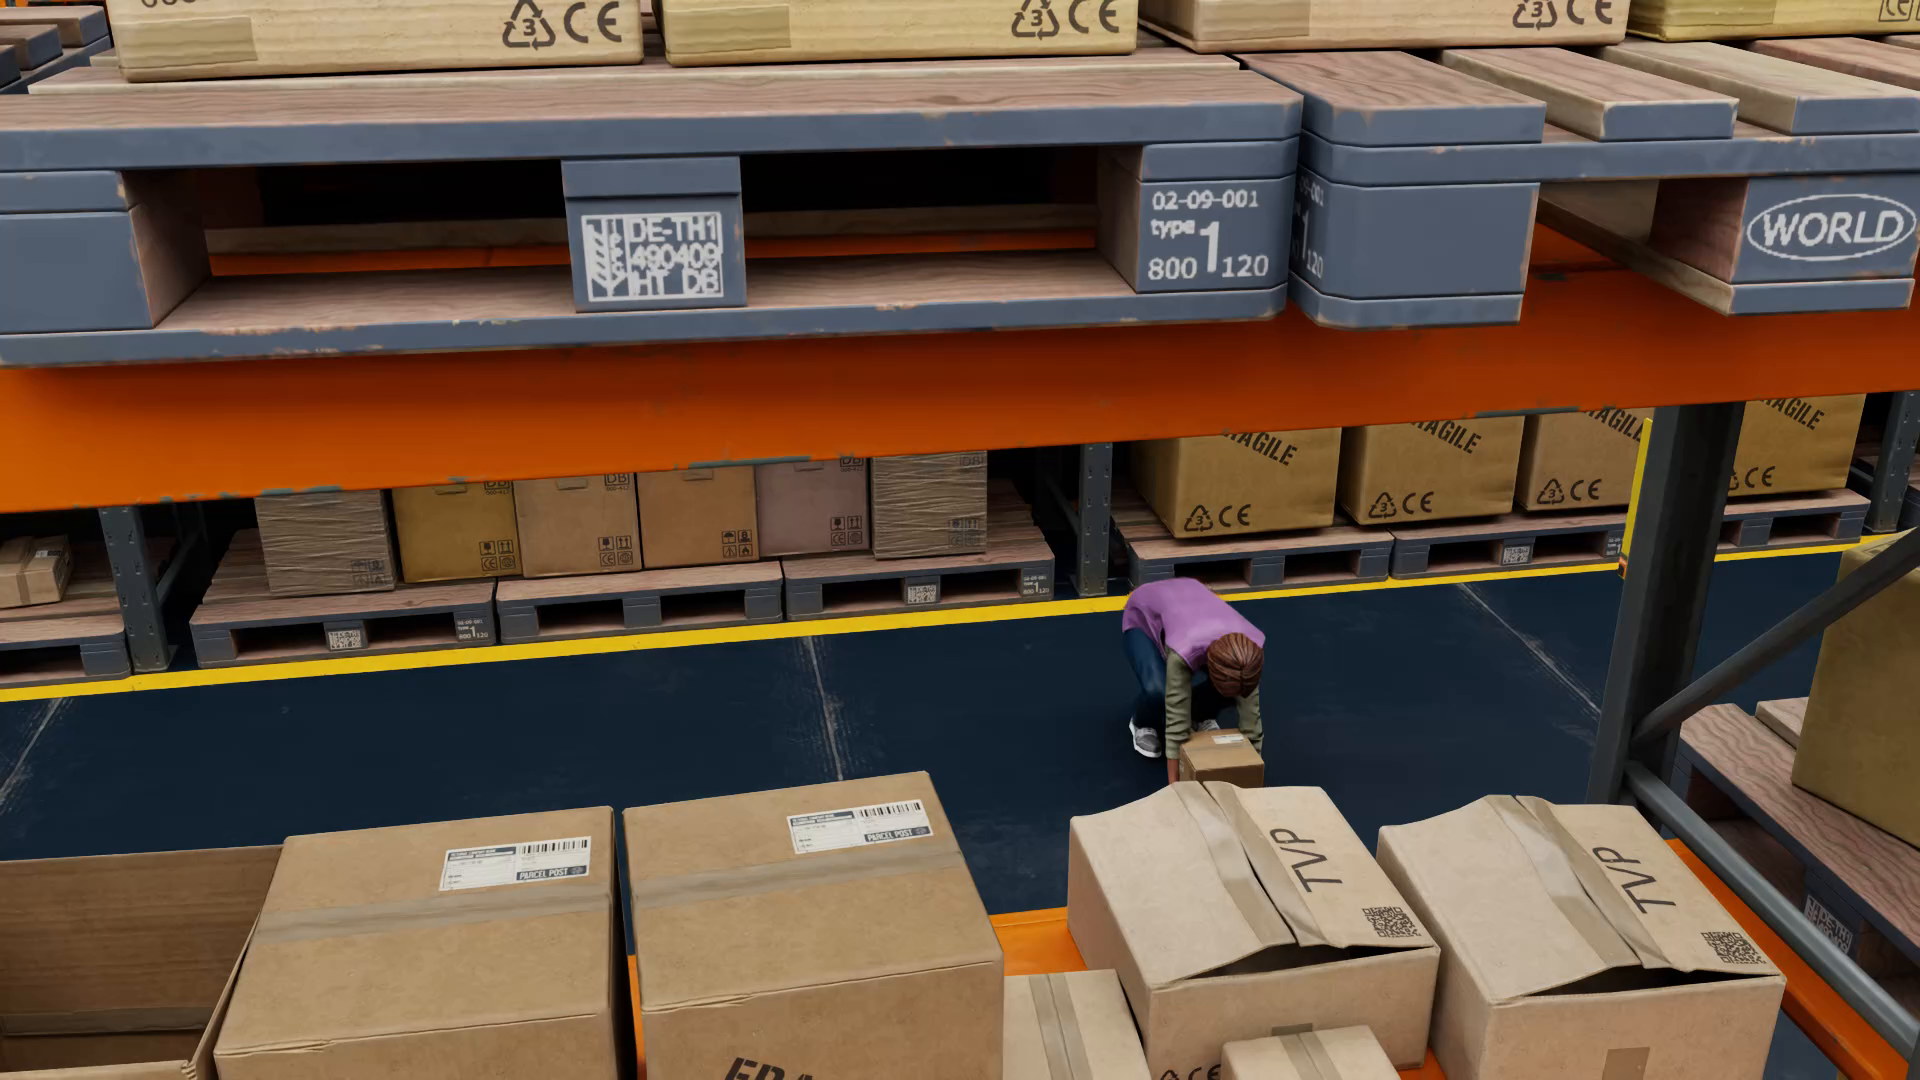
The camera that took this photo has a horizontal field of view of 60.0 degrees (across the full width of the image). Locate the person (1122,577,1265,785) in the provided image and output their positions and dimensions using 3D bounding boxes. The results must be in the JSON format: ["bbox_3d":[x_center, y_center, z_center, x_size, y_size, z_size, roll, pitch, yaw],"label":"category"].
[{"bbox_3d":[0.855,0.524,6.077,0.422,0.697,0.864,-5,24,-11],"label":"person"}]
